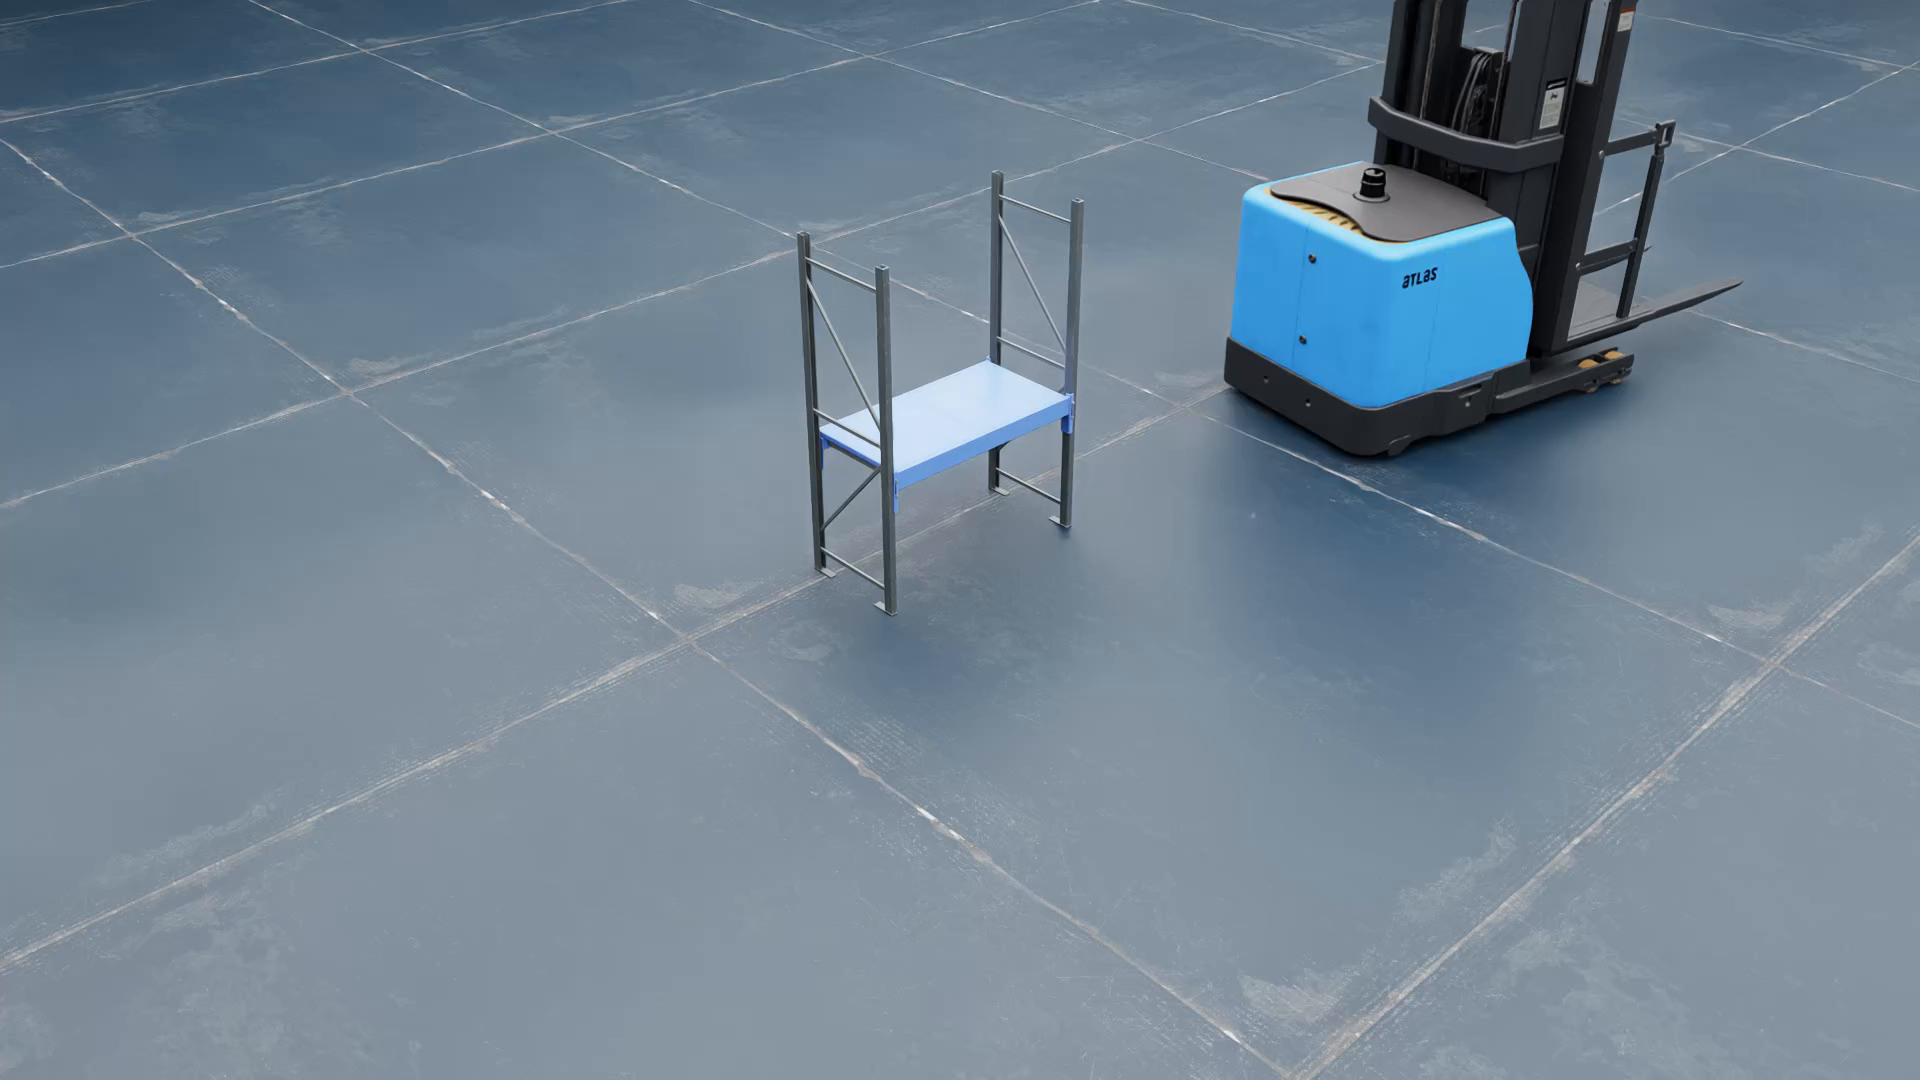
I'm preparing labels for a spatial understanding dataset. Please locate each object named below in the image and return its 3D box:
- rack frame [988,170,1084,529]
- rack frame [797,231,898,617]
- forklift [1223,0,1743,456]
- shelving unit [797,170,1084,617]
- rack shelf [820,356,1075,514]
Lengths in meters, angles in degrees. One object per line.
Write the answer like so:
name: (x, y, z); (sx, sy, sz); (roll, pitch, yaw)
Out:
rack frame: (0.310, -0.790, 7.104); (0.032, 1.500, 0.500); (-26, 40, -35)
rack frame: (-0.435, -0.429, 6.514); (0.032, 1.500, 0.500); (-26, 40, -35)
forklift: (2.859, -2.215, 8.063); (3.031, 2.935, 1.130); (-18, 36, -27)
shelving unit: (-0.063, -0.610, 6.809); (1.048, 1.500, 0.538); (-26, 40, -35)
rack shelf: (-0.063, -0.456, 6.903); (1.000, 0.185, 0.538); (-26, 40, -35)
